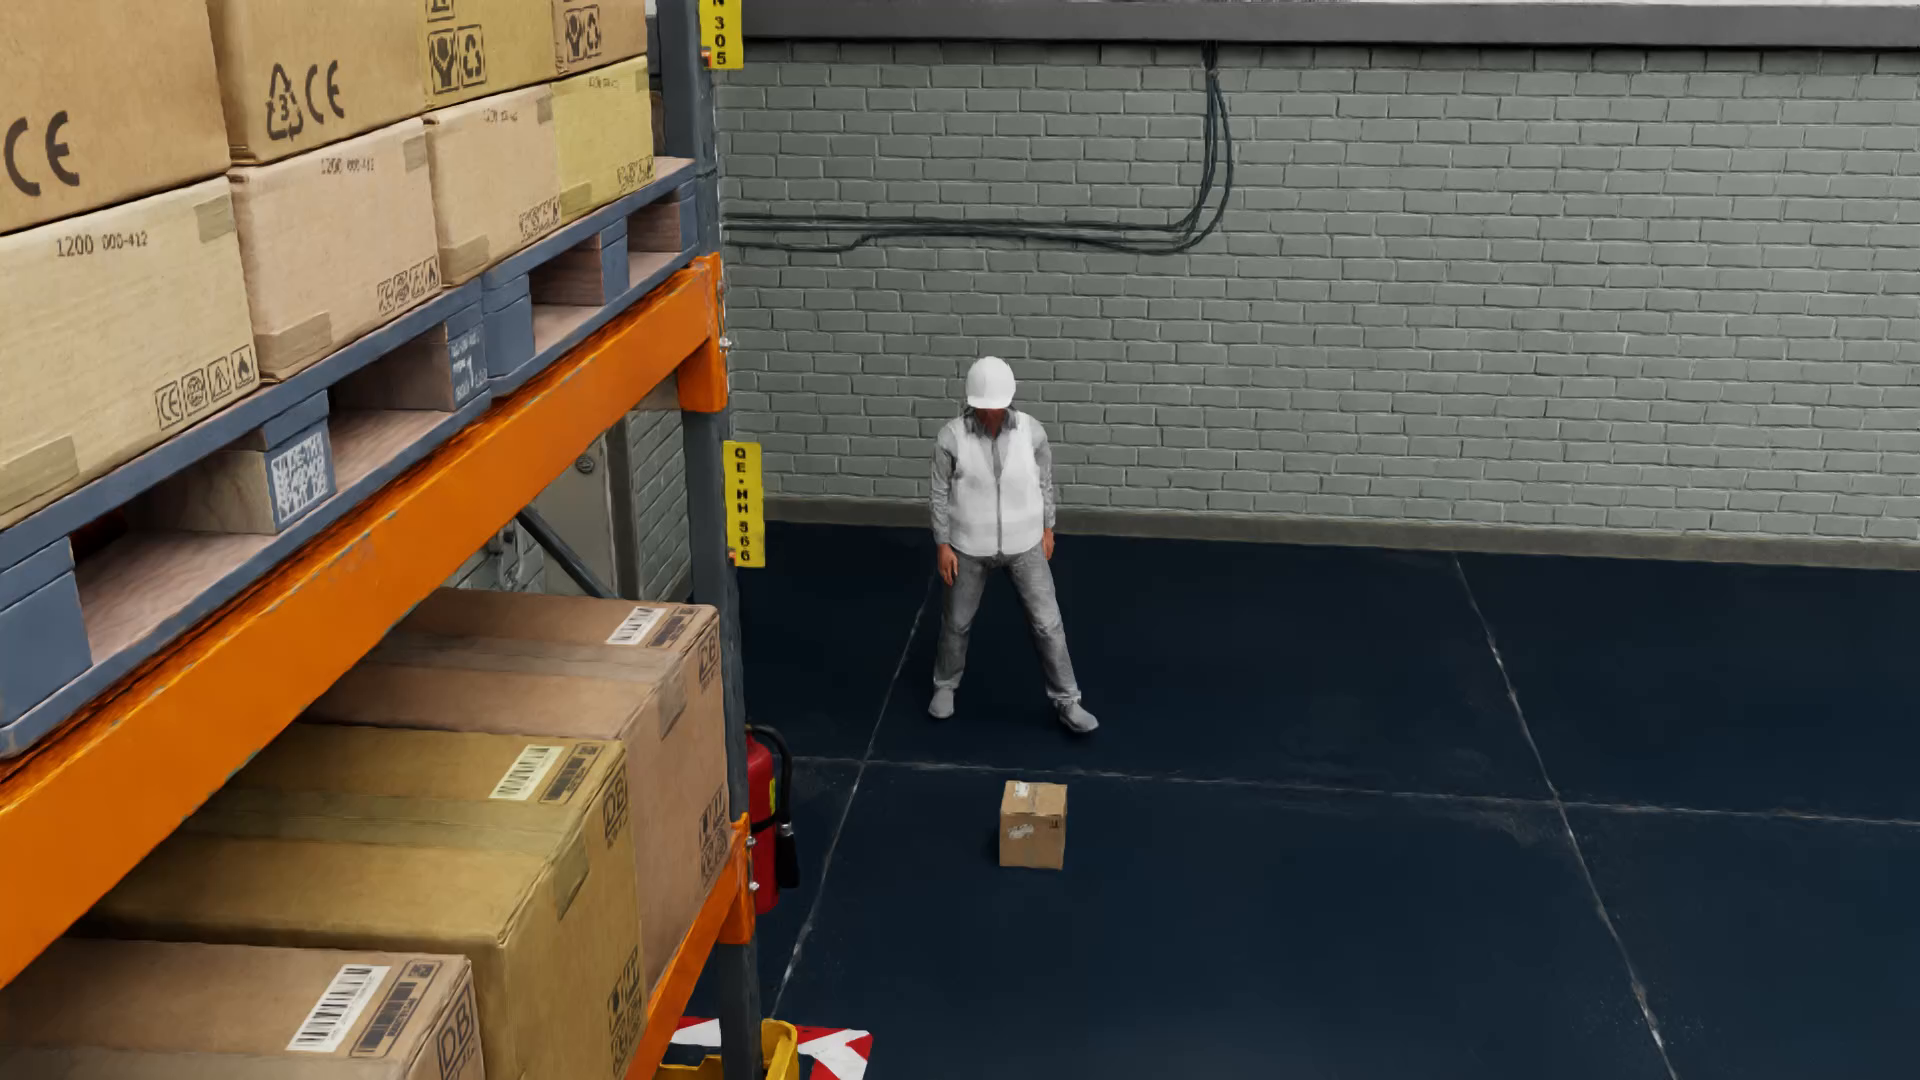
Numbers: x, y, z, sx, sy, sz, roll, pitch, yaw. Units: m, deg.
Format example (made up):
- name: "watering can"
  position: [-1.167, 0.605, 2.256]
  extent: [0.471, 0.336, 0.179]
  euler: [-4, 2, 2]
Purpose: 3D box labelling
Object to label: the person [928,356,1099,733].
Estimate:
- name: "person"
  position: [0.231, 0.021, 7.478]
  extent: [0.750, 1.749, 0.642]
  euler: [-2, 21, -6]
